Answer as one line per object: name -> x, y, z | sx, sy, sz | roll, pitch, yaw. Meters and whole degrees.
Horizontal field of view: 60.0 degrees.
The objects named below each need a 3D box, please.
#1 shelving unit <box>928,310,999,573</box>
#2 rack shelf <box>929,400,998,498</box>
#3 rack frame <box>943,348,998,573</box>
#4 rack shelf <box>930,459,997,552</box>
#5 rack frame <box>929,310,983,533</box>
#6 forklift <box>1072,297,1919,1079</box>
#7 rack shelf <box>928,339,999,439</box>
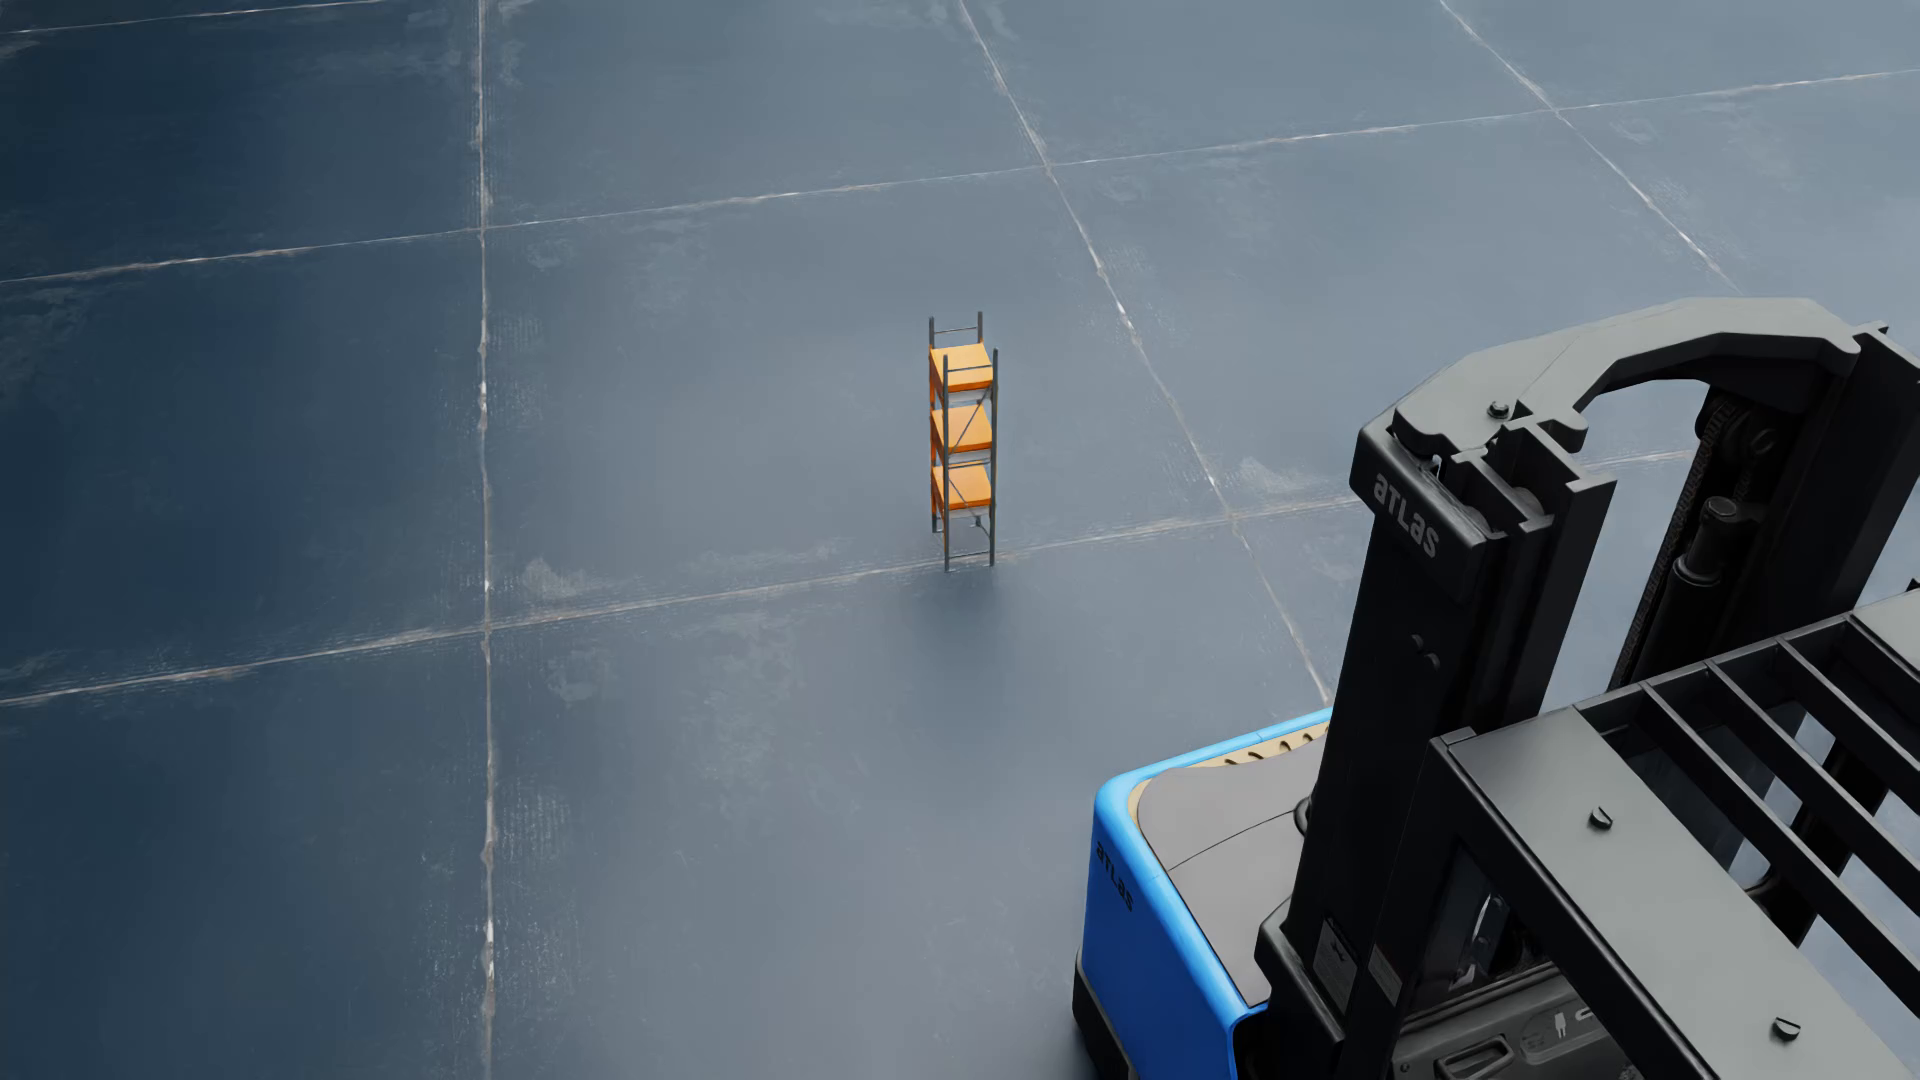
shelving unit -> 0.012, -0.358, 6.362 | 0.215, 1.050, 0.252 | -8, 42, -9
rack shelf -> 0.012, -0.350, 6.369 | 0.215, 0.259, 0.240 | -8, 42, -9
rack frame -> 0.038, -0.279, 6.273 | 0.200, 1.050, 0.008 | -8, 42, -9
rack shelf -> 0.012, -0.142, 6.554 | 0.215, 0.259, 0.240 | -8, 42, -9
rack frame -> -0.015, -0.437, 6.451 | 0.200, 1.050, 0.008 | -8, 42, -9
forklift -> 1.362, 1.138, 3.260 | 1.130, 2.935, 3.031 | -15, 44, -16
rack shelf -> 0.012, -0.562, 6.181 | 0.215, 0.259, 0.240 | -8, 42, -9
